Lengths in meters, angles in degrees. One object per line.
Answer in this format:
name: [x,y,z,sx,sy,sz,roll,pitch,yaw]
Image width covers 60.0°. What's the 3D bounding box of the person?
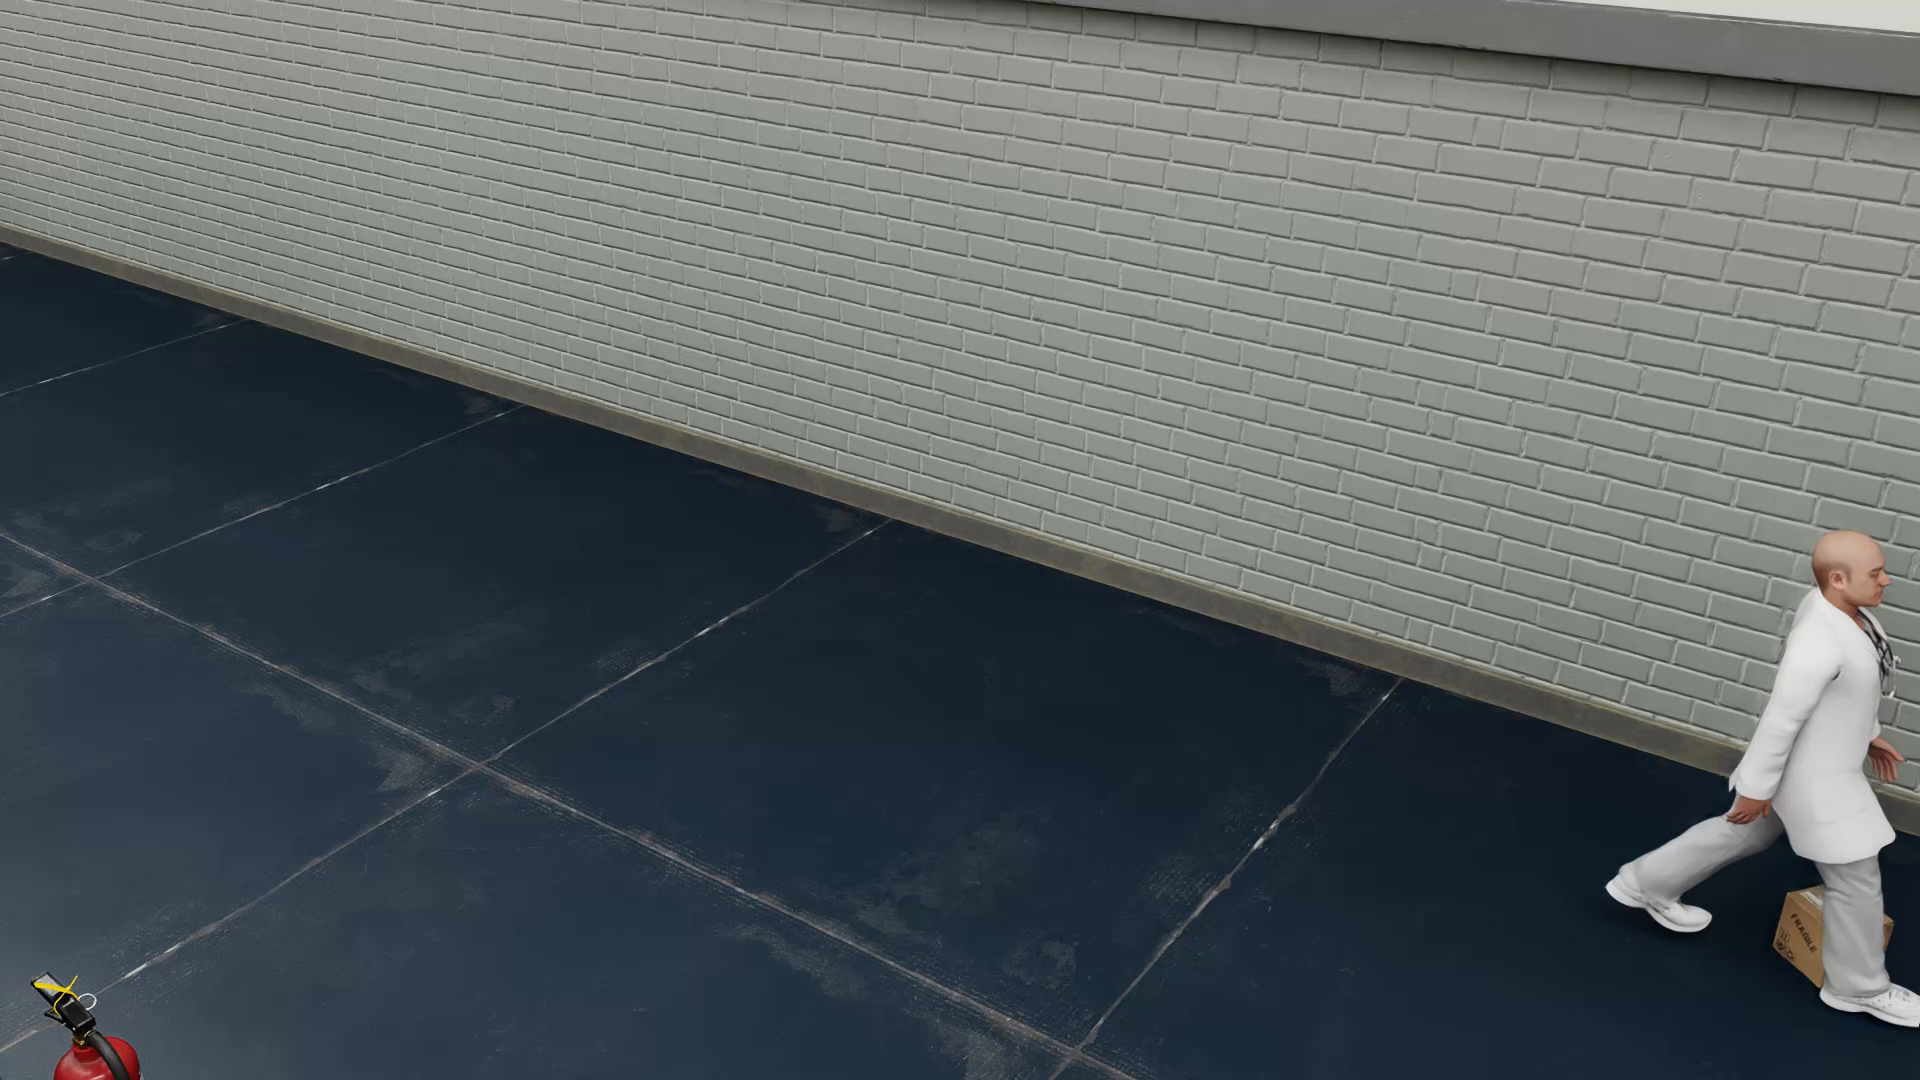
person: [2.894,0.761,5.616,1.111,1.730,0.566,12,29,22]
